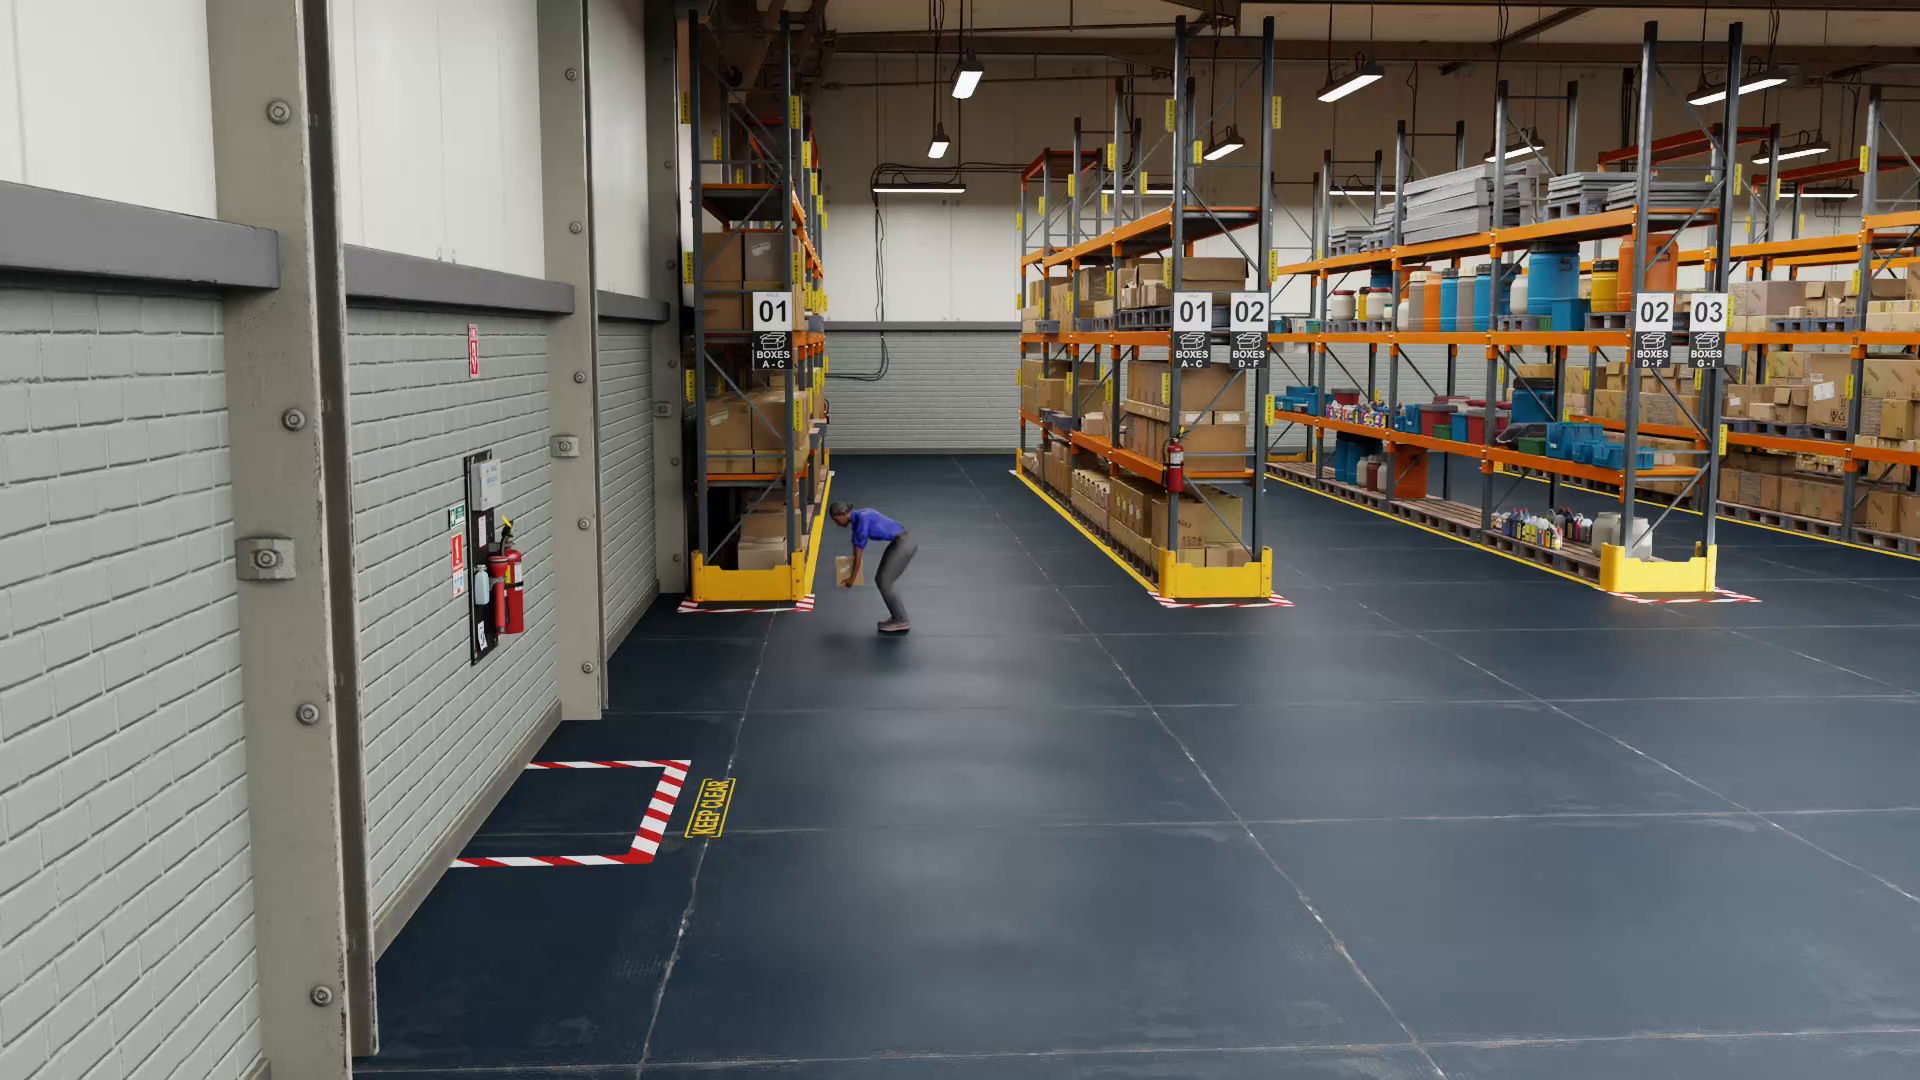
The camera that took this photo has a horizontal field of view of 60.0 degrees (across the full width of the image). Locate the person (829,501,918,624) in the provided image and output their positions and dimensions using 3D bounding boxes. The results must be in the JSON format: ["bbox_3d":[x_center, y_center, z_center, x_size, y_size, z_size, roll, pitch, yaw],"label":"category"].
[{"bbox_3d":[-0.813,0.201,15.645,0.824,1.147,0.429,-1,7,-6],"label":"person"}]
